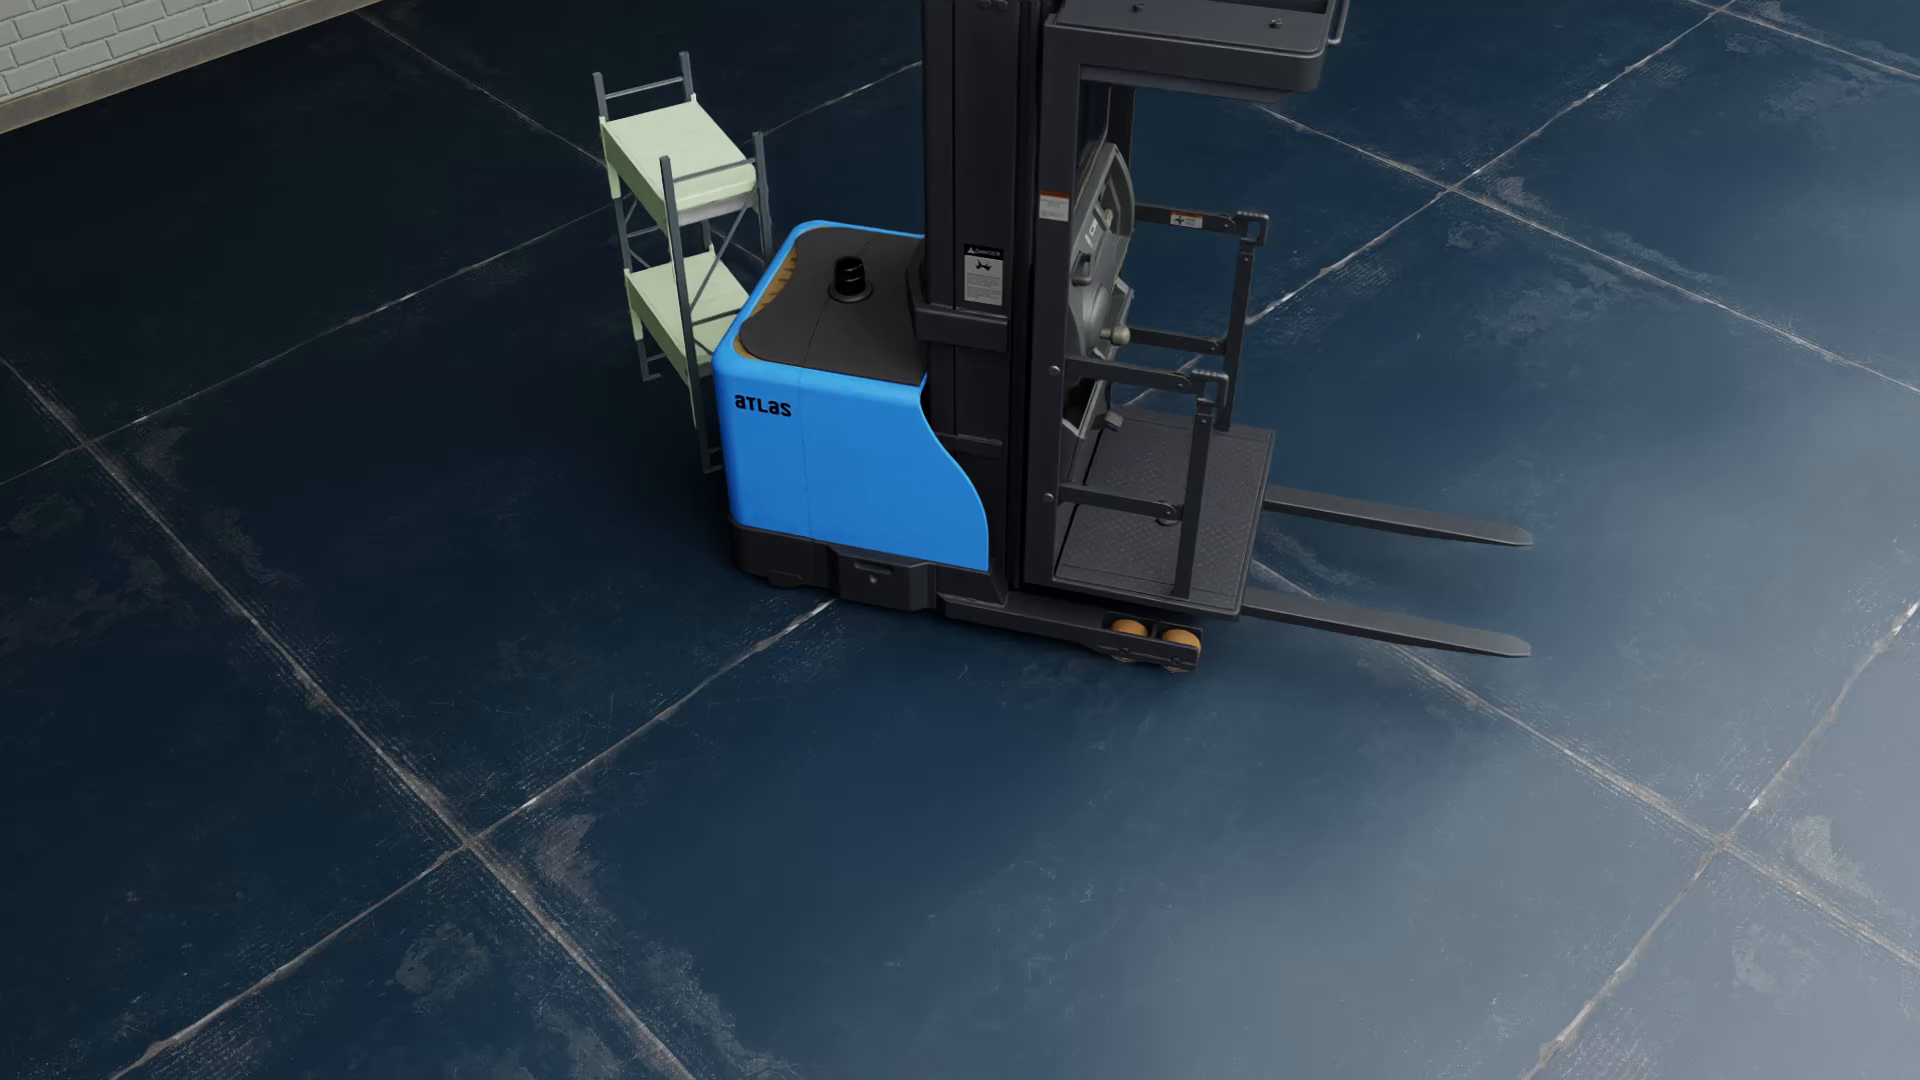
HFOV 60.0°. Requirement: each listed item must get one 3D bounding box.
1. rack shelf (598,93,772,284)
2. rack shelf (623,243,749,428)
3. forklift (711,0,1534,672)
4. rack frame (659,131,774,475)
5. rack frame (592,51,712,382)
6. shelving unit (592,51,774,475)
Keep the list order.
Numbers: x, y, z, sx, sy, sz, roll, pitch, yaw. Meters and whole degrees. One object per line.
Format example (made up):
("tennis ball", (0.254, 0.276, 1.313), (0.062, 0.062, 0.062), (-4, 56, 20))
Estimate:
("rack shelf", (-1.089, -1.405, 6.590), (0.431, 0.370, 0.720), (-20, 46, -21))
("rack shelf", (-1.089, -0.878, 7.076), (0.431, 0.370, 0.720), (-20, 46, -21))
("forklift", (0.673, -0.985, 5.656), (3.031, 2.935, 1.130), (10, 44, 11))
("rack frame", (-0.914, -0.900, 6.619), (0.400, 1.500, 0.023), (-20, 46, -21))
("rack frame", (-1.264, -1.336, 7.091), (0.400, 1.500, 0.023), (-20, 46, -21))
("shelving unit", (-1.089, -1.118, 6.855), (0.431, 1.500, 0.755), (-20, 46, -21))
